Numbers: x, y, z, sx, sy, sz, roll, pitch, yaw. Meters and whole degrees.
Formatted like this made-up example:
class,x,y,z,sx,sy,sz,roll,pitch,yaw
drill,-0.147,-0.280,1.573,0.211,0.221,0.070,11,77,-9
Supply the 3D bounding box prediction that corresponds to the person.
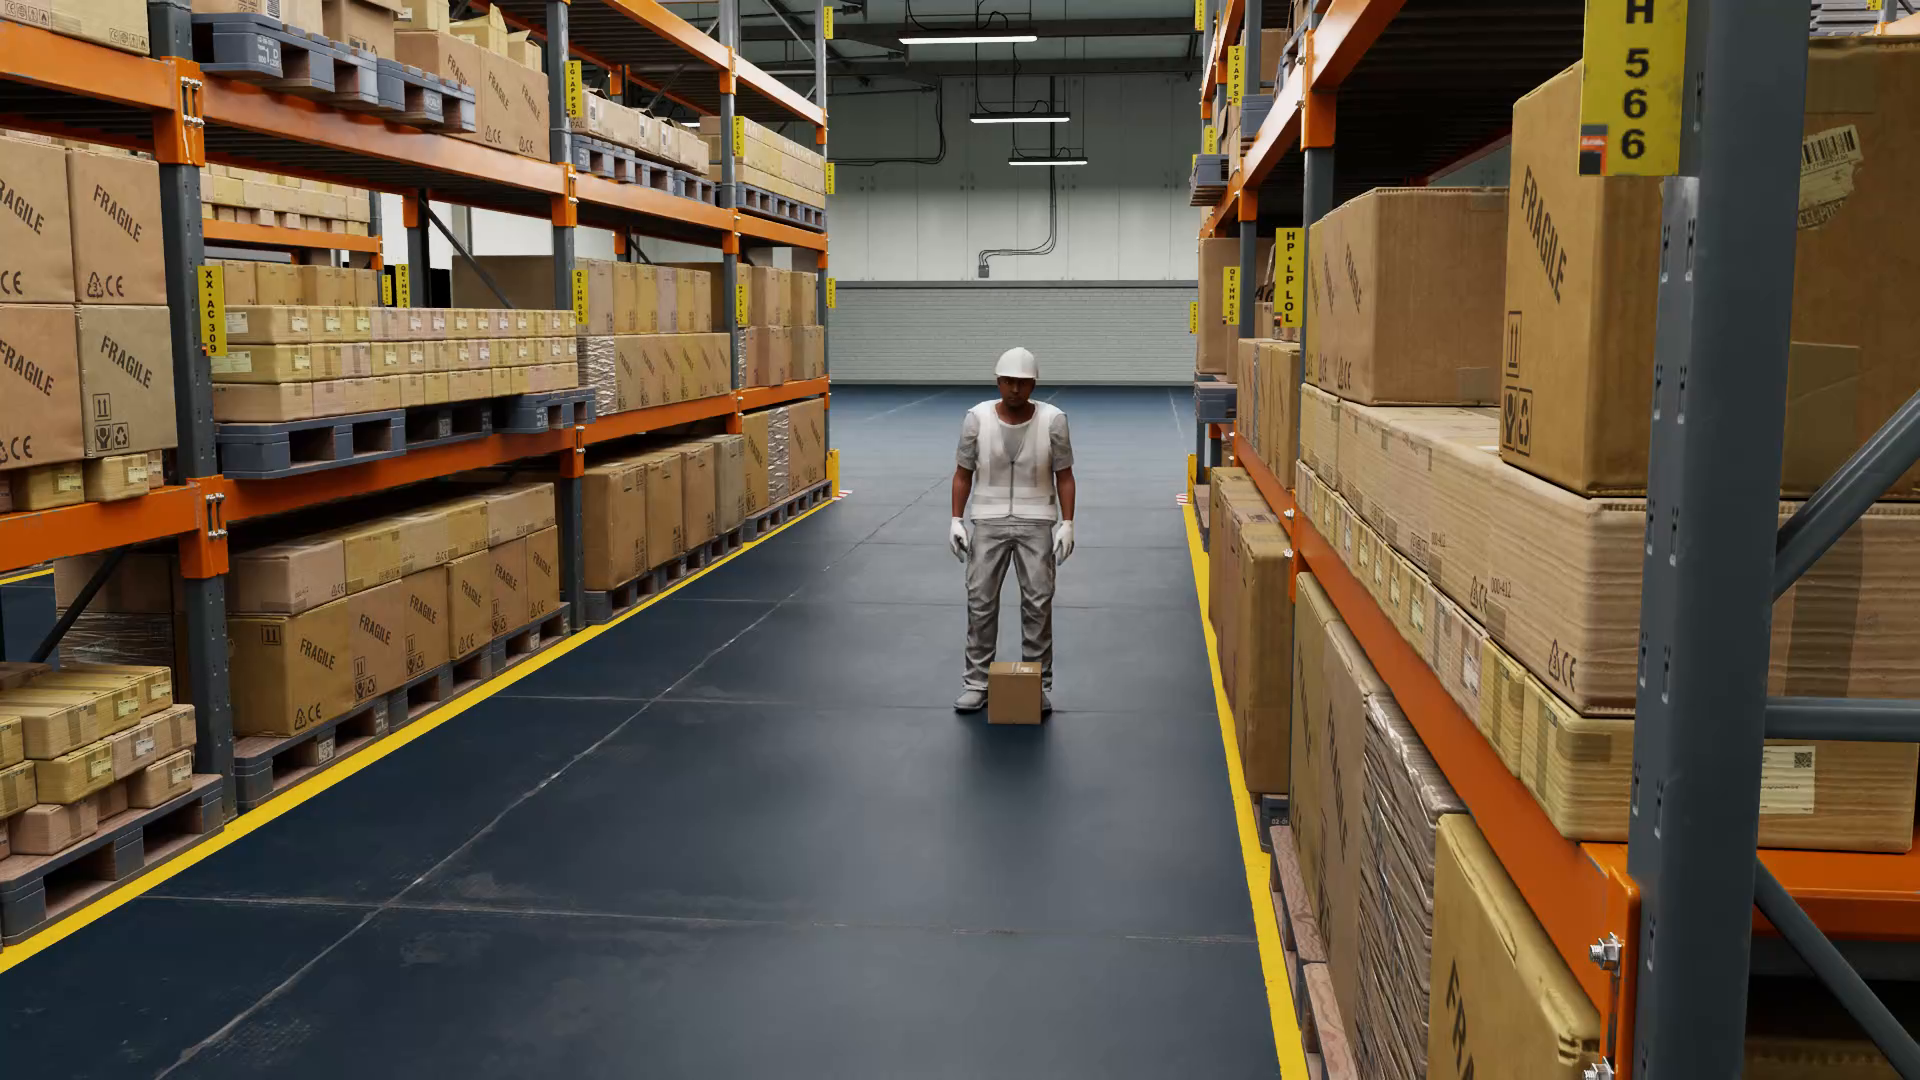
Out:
class,x,y,z,sx,sy,sz,roll,pitch,yaw
person,0.253,-0.050,8.130,0.614,1.773,0.449,1,8,5
